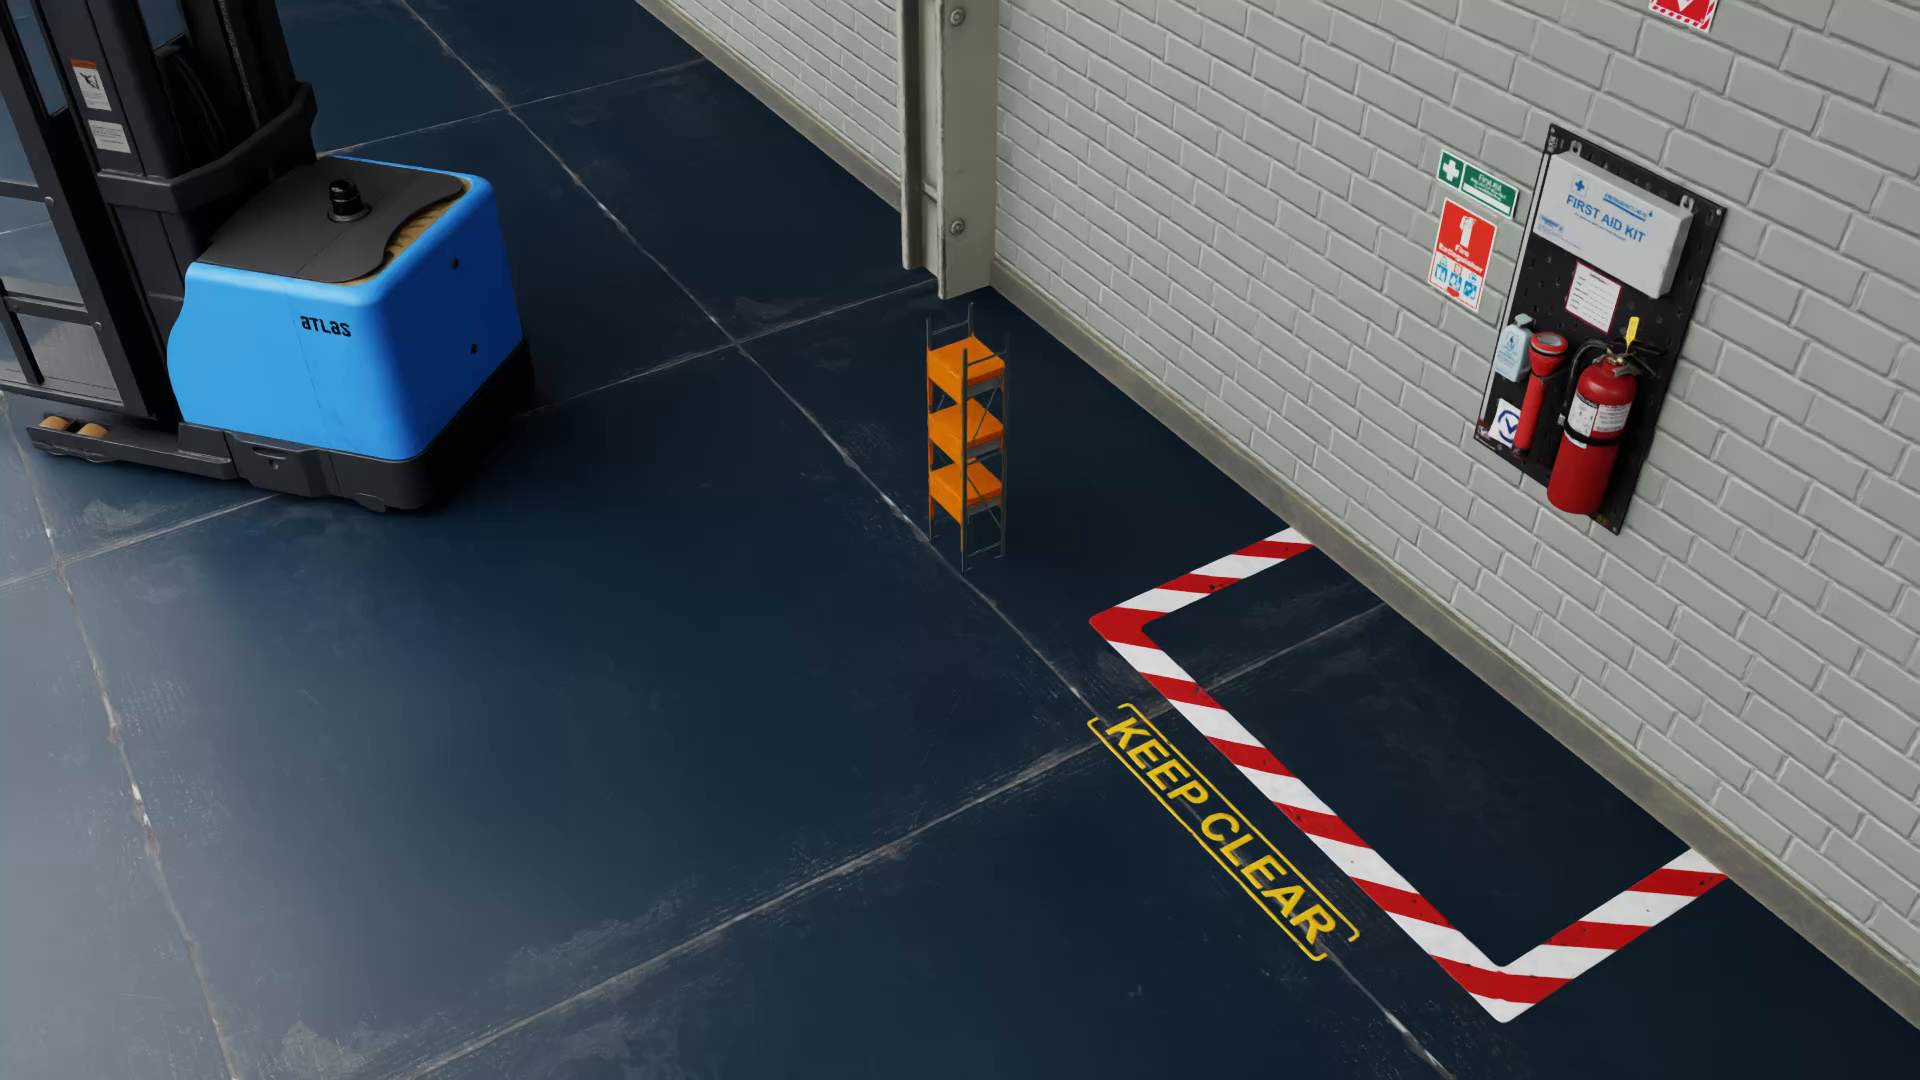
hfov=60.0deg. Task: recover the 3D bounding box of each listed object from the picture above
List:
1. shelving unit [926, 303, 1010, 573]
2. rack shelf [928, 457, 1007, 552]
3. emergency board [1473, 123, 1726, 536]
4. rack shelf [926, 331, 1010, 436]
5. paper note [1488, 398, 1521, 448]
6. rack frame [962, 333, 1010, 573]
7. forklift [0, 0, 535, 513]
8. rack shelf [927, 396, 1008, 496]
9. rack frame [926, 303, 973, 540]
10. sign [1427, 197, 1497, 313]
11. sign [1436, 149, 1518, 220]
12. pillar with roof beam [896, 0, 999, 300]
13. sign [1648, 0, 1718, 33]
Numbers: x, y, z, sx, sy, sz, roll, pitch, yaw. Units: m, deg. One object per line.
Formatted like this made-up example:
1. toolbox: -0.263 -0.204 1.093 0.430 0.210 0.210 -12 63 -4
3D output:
1. shelving unit: 0.029 -0.374 6.379 0.215 1.050 0.252 -22 45 -24
2. rack shelf: 0.029 -0.153 6.564 0.215 0.259 0.240 -22 45 -24
3. emergency board: 1.872 -0.597 5.123 0.194 1.169 0.643 -22 45 -24
4. rack shelf: 0.029 -0.584 6.204 0.215 0.259 0.240 -22 45 -24
5. paper note: 1.835 -0.378 5.548 0.016 0.148 0.142 -22 45 -24
6. rack frame: 0.094 -0.309 6.300 0.200 1.050 0.008 -22 45 -24
7. forklift: -3.488 -1.770 6.585 3.031 2.935 1.130 10 41 12
8. rack shelf: 0.029 -0.366 6.386 0.215 0.259 0.240 -22 45 -24
9. rack frame: -0.037 -0.440 6.458 0.200 1.050 0.008 -22 45 -24
10. sign: 1.661 -0.945 5.513 0.001 0.329 0.234 -22 45 -24
11. sign: 1.656 -1.143 5.336 0.001 0.109 0.331 -22 45 -24
12. pillar with roof beam: -3.687 -3.311 3.694 9.100 9.000 0.400 -22 45 -24
13. sign: 1.952 -1.526 4.427 0.001 0.298 0.199 -22 45 -24
